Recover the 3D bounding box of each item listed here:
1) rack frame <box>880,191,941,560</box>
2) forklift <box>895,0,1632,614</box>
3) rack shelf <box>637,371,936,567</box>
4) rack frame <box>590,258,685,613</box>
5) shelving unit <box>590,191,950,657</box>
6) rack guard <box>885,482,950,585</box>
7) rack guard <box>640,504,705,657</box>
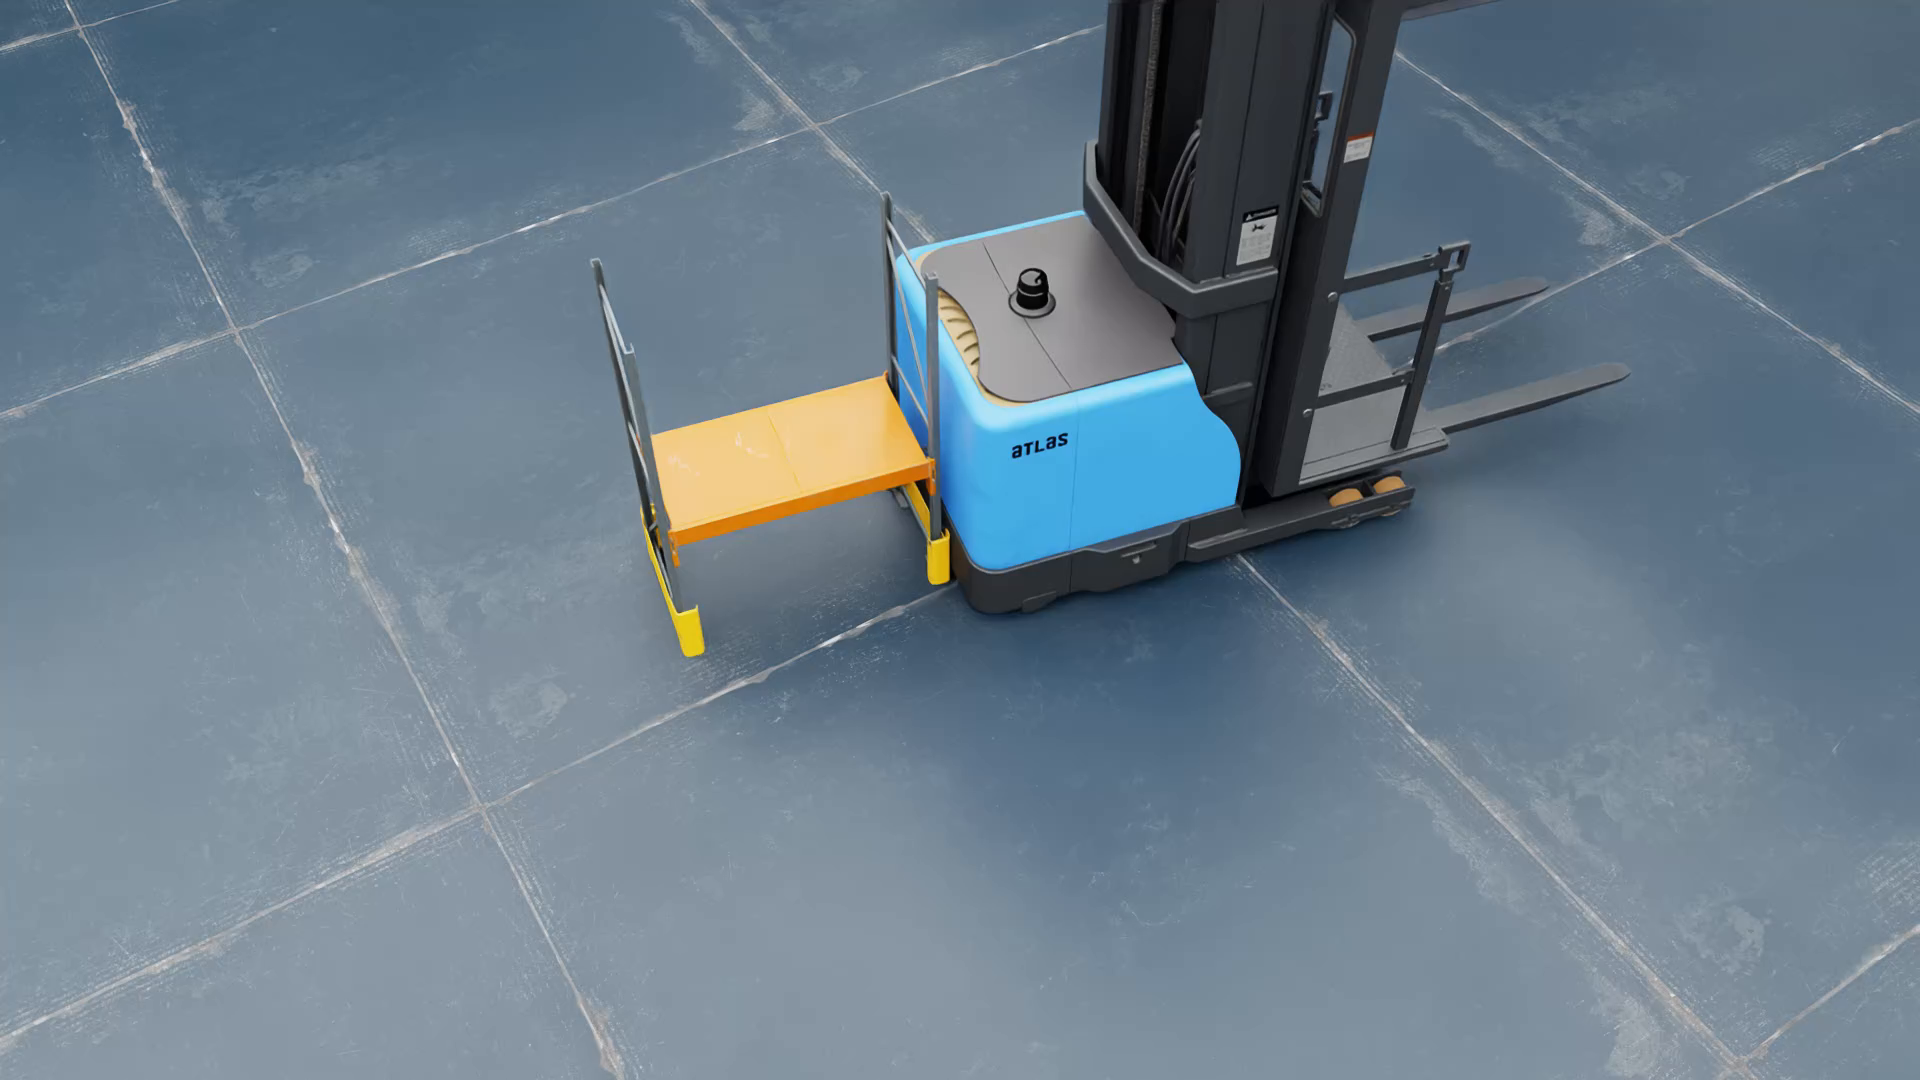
[{"bbox_3d":[-0.175,-0.533,6.165,0.032,1.500,0.500,-16,50,-14],"label":"rack frame"},{"bbox_3d":[1.306,-1.380,5.961,3.031,2.935,1.130,-15,50,-13],"label":"forklift"},{"bbox_3d":[-0.649,-0.277,6.179,1.000,0.185,0.538,-16,50,-14],"label":"rack shelf"},{"bbox_3d":[-1.124,-0.261,5.923,0.032,1.500,0.500,-16,50,-14],"label":"rack frame"},{"bbox_3d":[-0.641,-0.399,6.047,1.083,1.500,0.587,-16,50,-14],"label":"shelving unit"},{"bbox_3d":[-0.176,-0.117,6.632,0.087,0.250,0.587,-16,50,-14],"label":"rack guard"},{"bbox_3d":[-1.106,0.149,6.395,0.087,0.250,0.587,-16,50,-14],"label":"rack guard"}]
